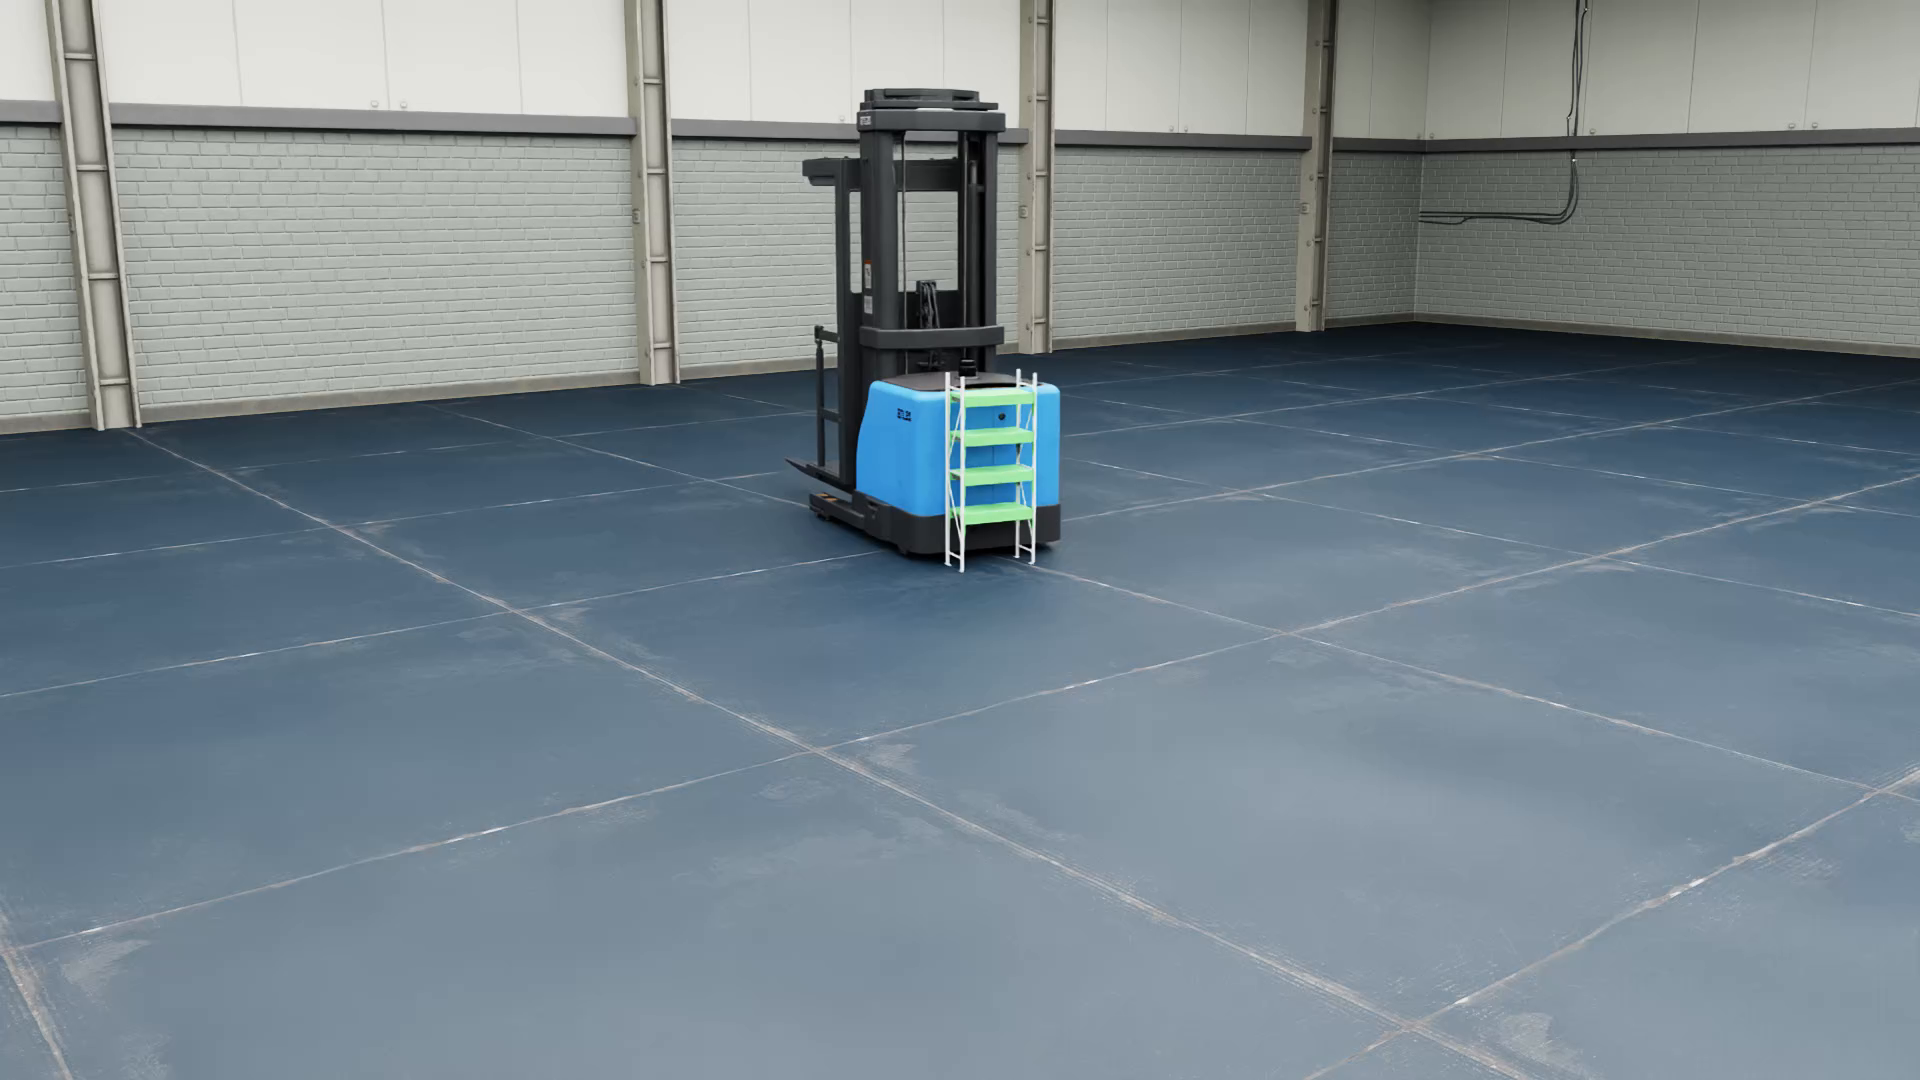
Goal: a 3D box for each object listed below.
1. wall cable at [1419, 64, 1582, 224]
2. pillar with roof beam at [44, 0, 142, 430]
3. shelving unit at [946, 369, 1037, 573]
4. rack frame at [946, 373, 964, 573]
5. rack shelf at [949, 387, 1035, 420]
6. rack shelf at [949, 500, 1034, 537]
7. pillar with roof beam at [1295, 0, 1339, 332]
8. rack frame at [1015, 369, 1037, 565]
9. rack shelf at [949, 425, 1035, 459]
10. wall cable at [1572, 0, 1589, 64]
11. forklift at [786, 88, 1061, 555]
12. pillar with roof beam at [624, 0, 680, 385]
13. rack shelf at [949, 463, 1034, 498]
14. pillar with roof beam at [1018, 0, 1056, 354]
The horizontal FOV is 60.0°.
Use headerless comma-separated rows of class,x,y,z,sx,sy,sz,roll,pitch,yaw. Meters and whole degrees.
wall cable,8.877,-6.500,27.551,0.112,2.526,3.097,-9,15,-38
pillar with roof beam,-5.615,-4.817,12.150,0.400,9.000,9.100,-9,15,-38
shelving unit,0.190,-0.432,10.271,0.503,1.200,0.258,-6,13,-24
rack frame,-0.031,-0.410,10.170,0.015,1.200,0.240,-6,13,-24
rack shelf,0.191,-0.839,10.183,0.480,0.148,0.258,-6,13,-24
rack shelf,0.189,-0.135,10.336,0.480,0.148,0.258,-6,13,-24
pillar with roof beam,8.440,-7.153,23.150,0.400,9.000,9.100,-9,15,-38
rack frame,0.411,-0.453,10.372,0.015,1.200,0.240,-6,13,-24
rack shelf,0.190,-0.604,10.234,0.480,0.148,0.258,-6,13,-24
wall cable,10.567,-8.532,24.960,0.112,2.526,3.097,-9,15,-38
forklift,-0.427,-1.600,11.607,1.130,2.935,3.031,-6,13,-24
pillar with roof beam,-0.930,-5.596,15.817,0.400,9.000,9.100,-9,15,-38
rack shelf,0.190,-0.369,10.285,0.480,0.148,0.258,-6,13,-24
pillar with roof beam,3.755,-6.374,19.483,0.400,9.000,9.100,-9,15,-38
